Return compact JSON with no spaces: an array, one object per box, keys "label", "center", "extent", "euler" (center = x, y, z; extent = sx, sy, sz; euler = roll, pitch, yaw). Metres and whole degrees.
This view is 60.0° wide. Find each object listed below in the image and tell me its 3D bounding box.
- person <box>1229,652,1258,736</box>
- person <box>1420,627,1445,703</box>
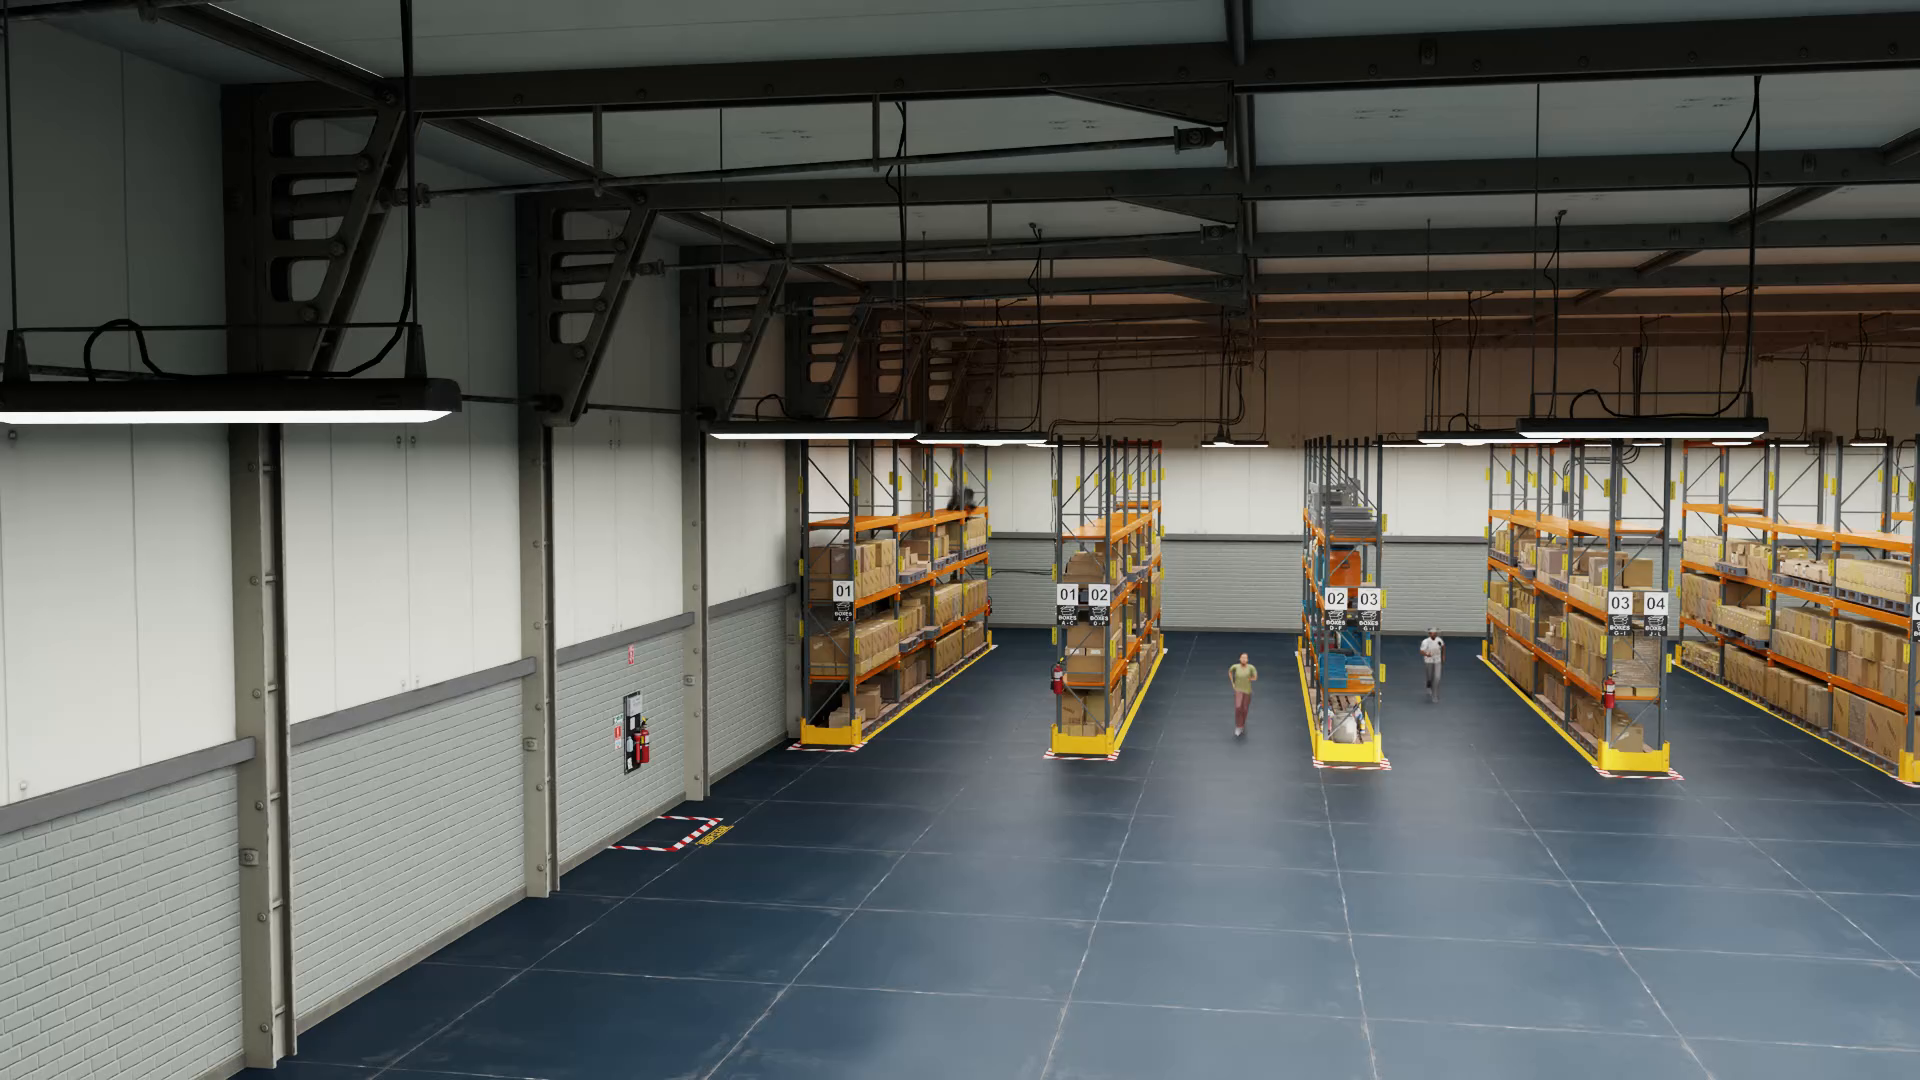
[{"label":"person","center":[5.709,3.084,33.507],"extent":[0.563,1.680,0.741],"euler":[0,3,3]},{"label":"person","center":[10.829,2.839,38.112],"extent":[0.608,1.742,0.894],"euler":[0,3,3]}]
